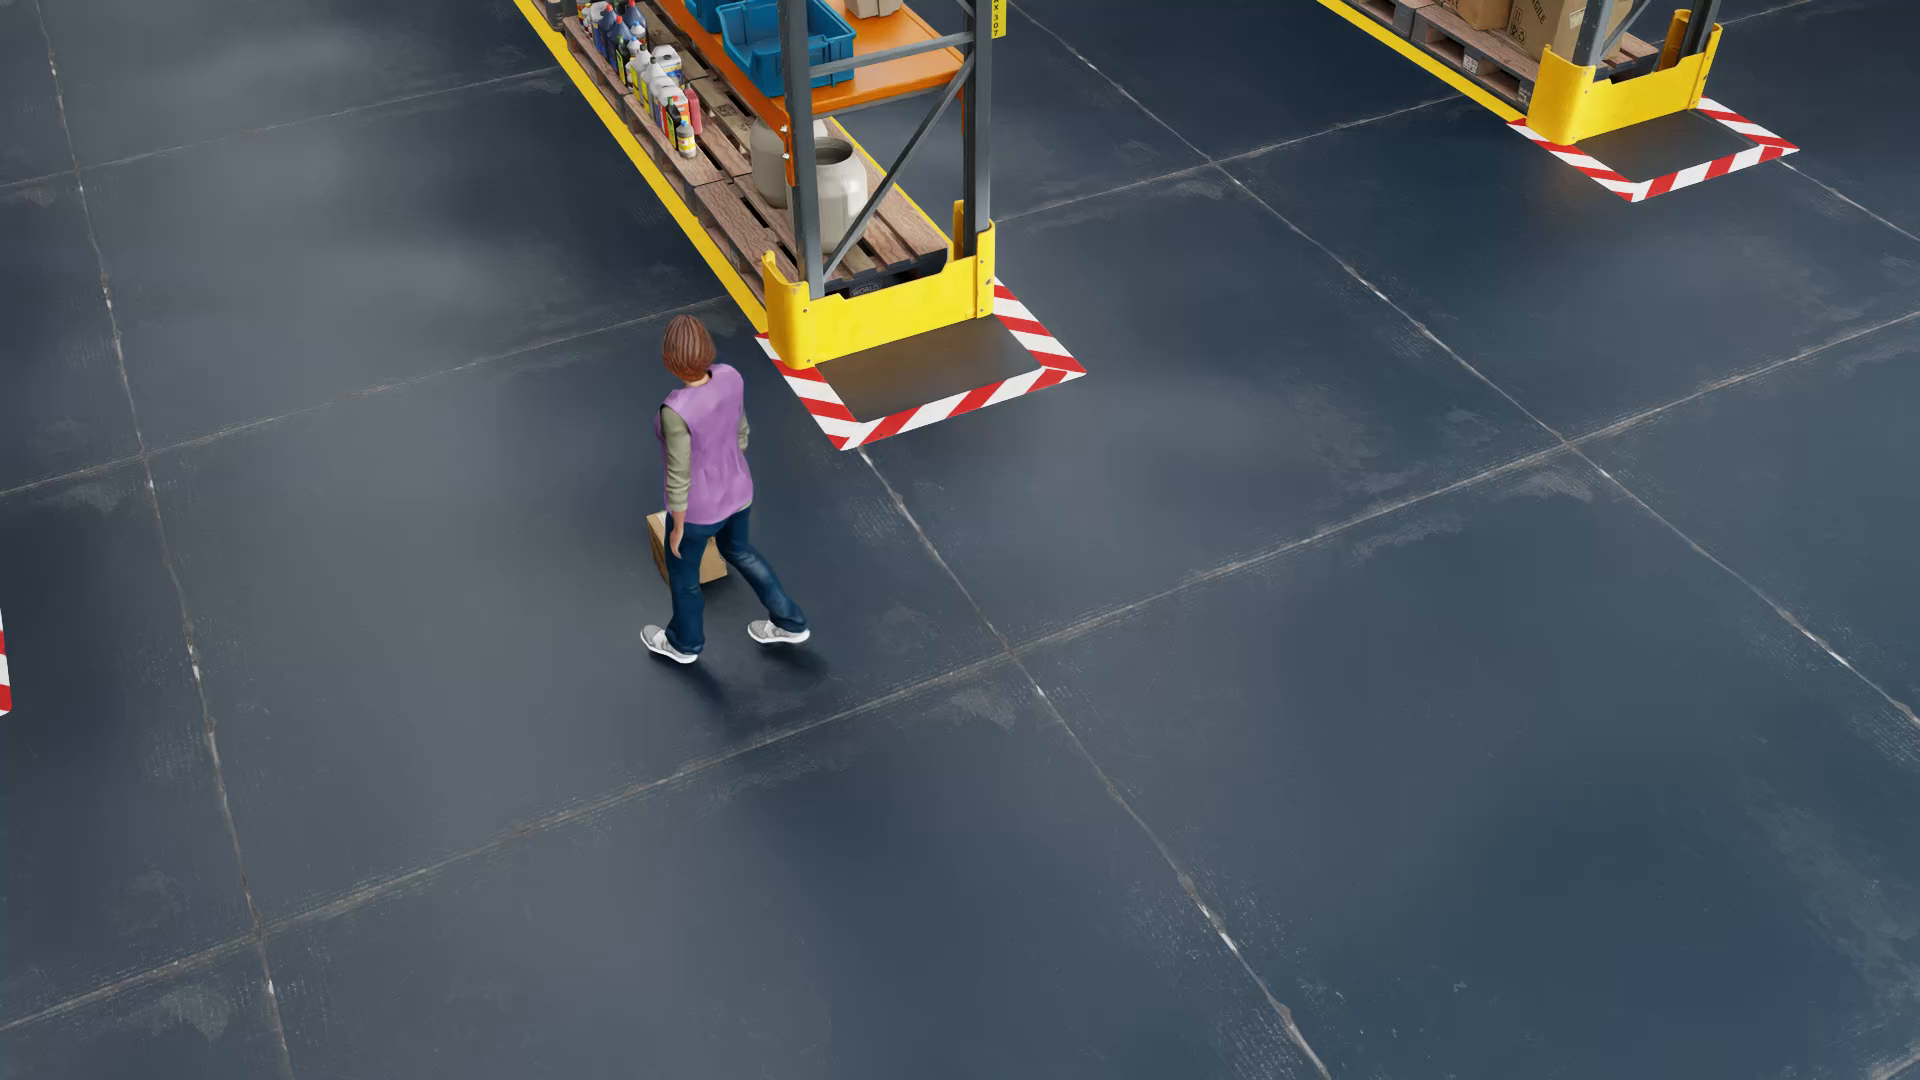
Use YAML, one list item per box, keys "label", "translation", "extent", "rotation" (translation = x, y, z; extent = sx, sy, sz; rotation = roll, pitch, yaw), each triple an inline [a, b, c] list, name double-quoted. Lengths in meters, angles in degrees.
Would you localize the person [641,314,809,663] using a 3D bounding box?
- label: "person"
  translation: [-0.961, -0.155, 6.325]
  extent: [0.615, 1.575, 0.460]
  rotation: [27, 48, 27]
